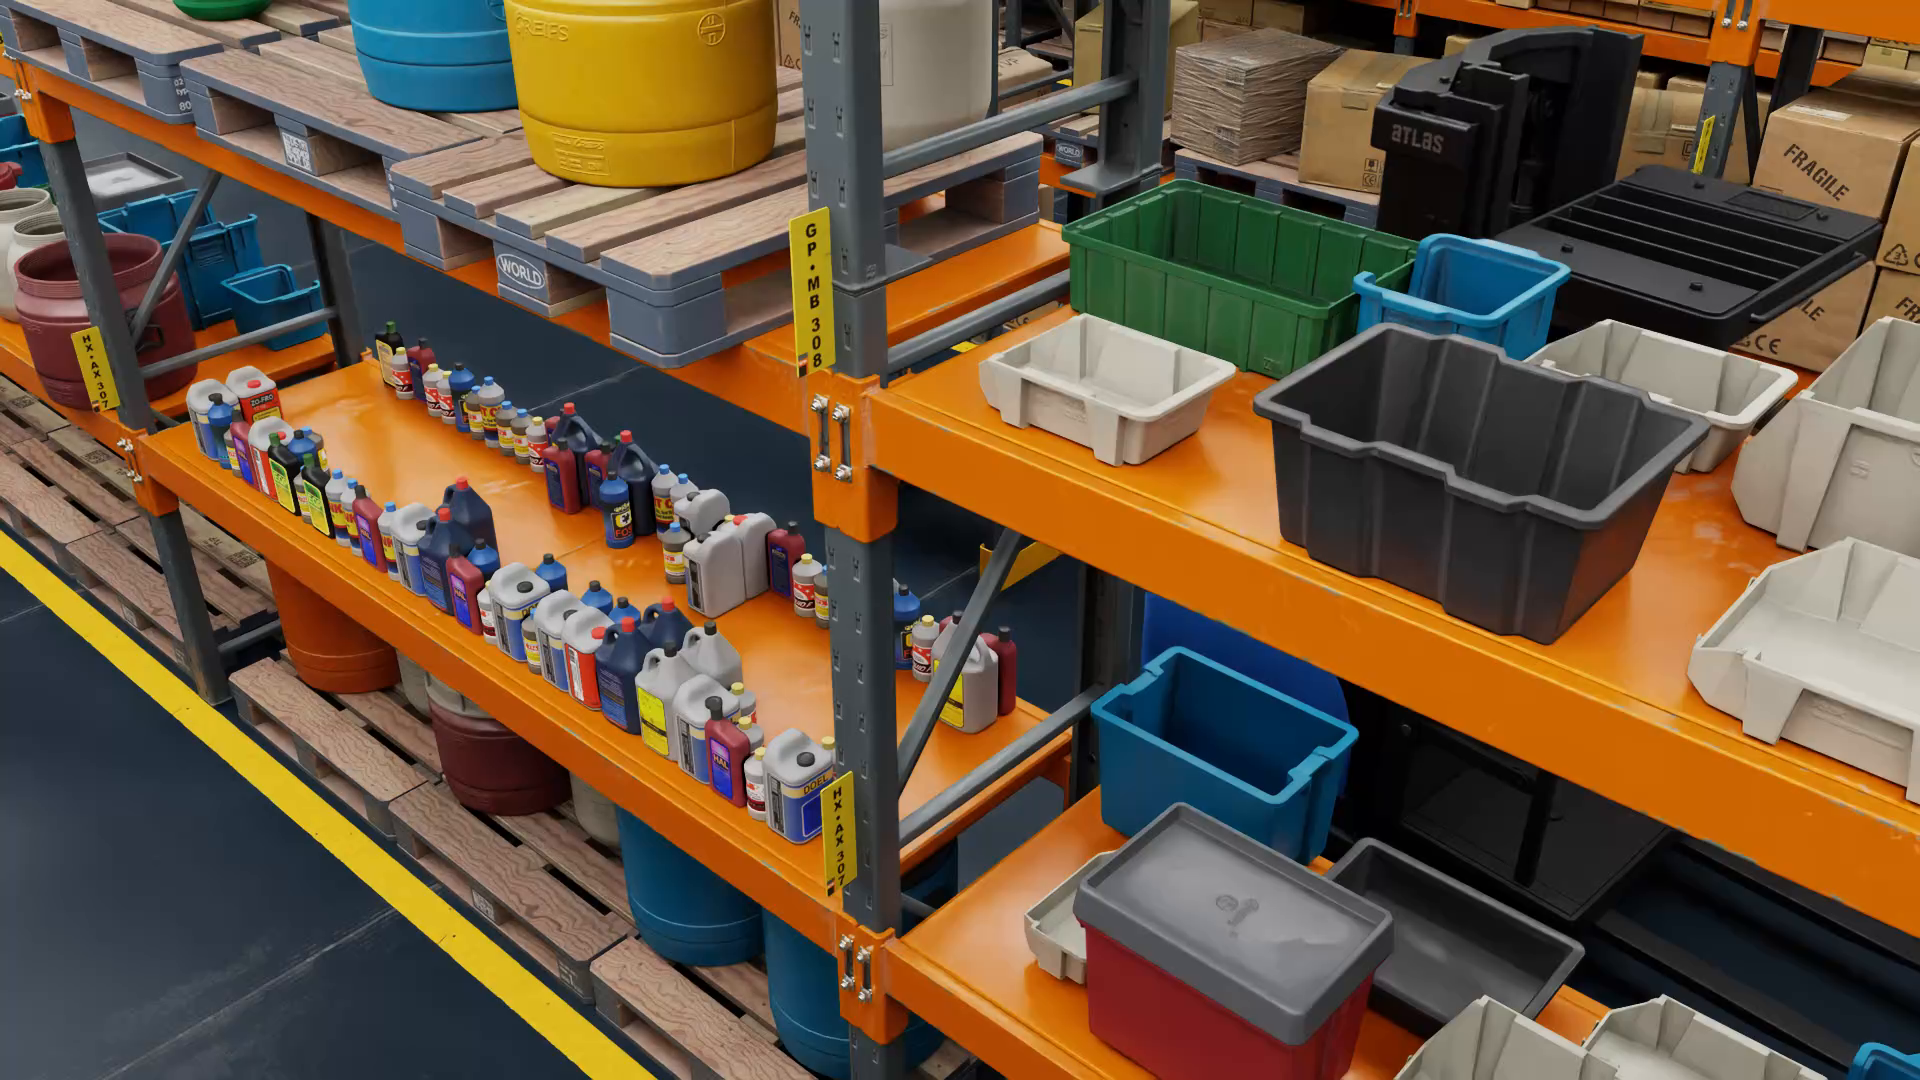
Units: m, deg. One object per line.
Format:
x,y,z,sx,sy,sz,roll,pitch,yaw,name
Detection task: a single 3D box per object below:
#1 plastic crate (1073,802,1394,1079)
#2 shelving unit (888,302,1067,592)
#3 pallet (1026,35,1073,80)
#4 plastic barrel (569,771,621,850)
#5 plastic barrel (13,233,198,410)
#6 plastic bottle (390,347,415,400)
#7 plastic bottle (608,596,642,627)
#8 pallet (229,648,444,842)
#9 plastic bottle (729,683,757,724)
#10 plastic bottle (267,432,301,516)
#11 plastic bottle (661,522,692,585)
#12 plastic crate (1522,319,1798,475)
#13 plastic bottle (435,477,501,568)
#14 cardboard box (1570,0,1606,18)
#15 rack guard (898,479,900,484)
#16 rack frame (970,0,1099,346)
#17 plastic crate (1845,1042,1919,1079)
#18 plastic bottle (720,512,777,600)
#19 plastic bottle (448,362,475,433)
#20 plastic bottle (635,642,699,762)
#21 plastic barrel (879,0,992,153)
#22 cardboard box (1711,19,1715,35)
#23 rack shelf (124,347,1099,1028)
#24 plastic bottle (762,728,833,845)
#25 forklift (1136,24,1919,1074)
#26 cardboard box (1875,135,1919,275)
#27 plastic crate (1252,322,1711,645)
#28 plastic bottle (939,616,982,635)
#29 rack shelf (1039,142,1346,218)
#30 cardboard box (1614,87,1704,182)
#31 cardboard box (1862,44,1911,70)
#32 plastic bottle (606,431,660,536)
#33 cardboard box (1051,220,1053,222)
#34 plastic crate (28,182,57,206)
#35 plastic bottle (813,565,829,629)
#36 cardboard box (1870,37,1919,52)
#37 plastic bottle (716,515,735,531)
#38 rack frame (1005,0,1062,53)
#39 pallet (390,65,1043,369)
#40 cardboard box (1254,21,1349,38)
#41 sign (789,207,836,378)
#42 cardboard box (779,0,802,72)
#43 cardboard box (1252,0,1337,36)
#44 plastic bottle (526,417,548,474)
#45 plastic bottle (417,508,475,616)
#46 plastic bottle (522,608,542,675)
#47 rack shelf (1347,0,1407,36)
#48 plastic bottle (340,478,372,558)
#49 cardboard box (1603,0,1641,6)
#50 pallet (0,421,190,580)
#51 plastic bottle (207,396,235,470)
0.580,0.956,3.634,0.583,0.464,0.402,25,39,35,plastic crate
-0.057,-0.669,7.907,1.083,1.500,0.587,25,39,35,shelving unit
1.381,-4.490,15.503,1.213,0.211,1.003,25,39,35,pallet
-1.189,0.820,5.984,0.421,0.512,0.421,0,31,0,plastic barrel
-3.427,-0.884,6.678,0.708,0.536,0.600,25,39,35,plastic barrel
-2.220,-0.672,6.650,0.097,0.201,0.097,0,31,0,plastic bottle
-0.998,0.291,4.983,0.097,0.271,0.097,0,31,0,plastic bottle
-2.267,0.671,6.931,1.213,0.211,1.003,25,39,35,pallet
-0.624,0.496,4.711,0.097,0.201,0.097,0,31,0,plastic bottle
-2.364,-0.233,5.842,0.133,0.283,0.061,25,39,35,plastic bottle
-0.930,0.036,5.474,0.097,0.201,0.097,0,31,0,plastic bottle
1.285,-0.274,3.144,0.466,0.136,0.293,25,39,35,plastic crate
-1.629,-0.054,5.479,0.185,0.351,0.144,25,39,35,plastic bottle
4.646,-3.926,12.088,0.250,0.149,0.380,26,40,36,cardboard box
-0.426,-0.306,8.516,0.087,0.250,0.587,25,39,35,rack guard
0.447,-2.673,9.783,0.127,3.000,1.000,25,39,35,rack frame
1.891,1.263,3.347,0.300,0.233,0.416,25,39,35,plastic crate
-0.688,0.031,5.411,0.135,0.276,0.152,25,39,35,plastic bottle
-1.904,-0.554,6.387,0.097,0.271,0.097,0,31,0,plastic bottle
-0.815,0.432,4.672,0.185,0.351,0.144,25,39,35,plastic bottle
-0.136,-1.197,3.884,0.433,0.535,0.433,0,31,0,plastic barrel
5.381,-3.551,11.464,0.250,0.149,0.380,24,38,34,cardboard box
-1.397,0.220,5.674,4.000,0.370,1.077,25,39,35,rack shelf
-0.423,0.644,4.392,0.135,0.276,0.152,25,39,35,plastic bottle
2.087,-0.063,5.512,1.130,2.935,3.031,-26,39,-36,forklift
3.956,-1.311,6.453,0.500,0.500,0.500,24,38,34,cardboard box
0.823,-0.091,2.710,0.590,0.269,0.497,25,39,35,plastic crate
0.002,0.318,4.927,0.133,0.283,0.061,25,39,35,plastic bottle
1.930,-1.673,8.818,4.000,0.370,1.077,25,39,35,rack shelf
3.212,-1.761,7.763,0.500,0.500,0.700,12,33,19,cardboard box
6.091,-3.173,10.836,0.250,0.149,0.380,26,40,36,cardboard box
-1.120,-0.206,5.731,0.185,0.351,0.144,25,39,35,plastic bottle
0.256,-1.969,10.871,0.500,0.250,0.500,25,39,35,cardboard box
-4.364,-1.579,8.171,0.662,0.188,0.450,25,39,35,plastic crate
-0.412,0.172,5.248,0.097,0.201,0.097,0,31,0,plastic bottle
6.223,-3.427,10.629,0.500,0.500,0.500,24,39,34,cardboard box
-0.755,0.012,5.514,0.097,0.201,0.097,0,31,0,plastic bottle
0.803,-5.953,15.231,0.127,3.000,1.000,25,39,35,rack frame
-0.560,-0.834,4.002,1.003,0.211,1.213,25,39,35,pallet
2.896,-4.139,14.213,0.500,0.500,0.700,25,39,35,cardboard box
-0.284,-0.475,3.214,0.005,0.325,0.100,25,39,35,sign
-0.808,-3.291,10.711,0.500,0.500,0.500,23,38,33,cardboard box
2.819,-4.458,14.017,0.500,0.250,0.500,26,40,36,cardboard box
-1.544,-0.356,6.126,0.097,0.201,0.097,0,31,0,plastic bottle
-1.631,0.051,5.305,0.185,0.351,0.144,25,39,35,plastic bottle
-1.272,0.299,5.038,0.097,0.201,0.097,0,31,0,plastic bottle
2.286,-4.953,14.267,4.000,0.370,1.077,25,39,35,rack shelf
-2.023,-0.082,5.602,0.097,0.271,0.097,0,31,0,plastic bottle
4.706,-4.125,11.789,0.500,0.500,0.500,25,39,35,cardboard box
-4.328,-0.291,8.529,1.213,0.211,1.003,25,39,35,pallet
-2.708,-0.401,6.133,0.097,0.271,0.097,0,31,0,plastic bottle
